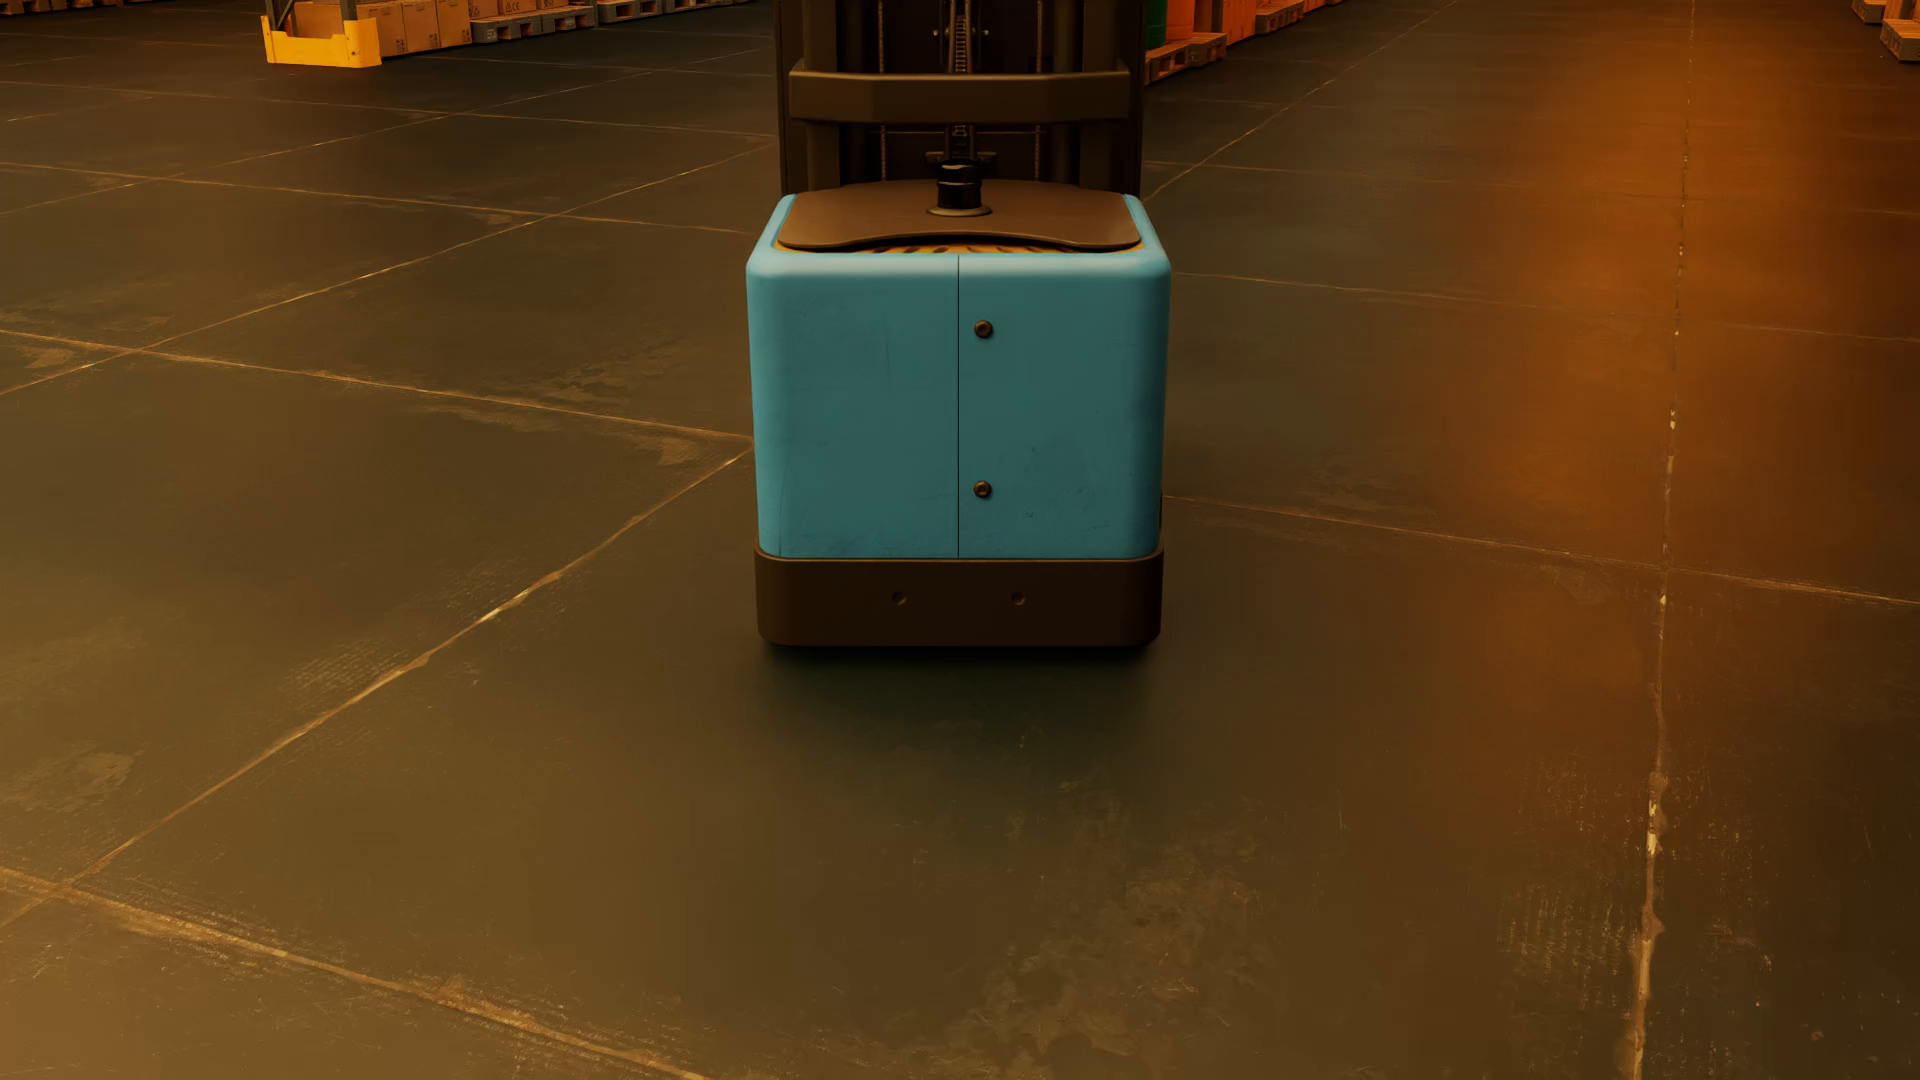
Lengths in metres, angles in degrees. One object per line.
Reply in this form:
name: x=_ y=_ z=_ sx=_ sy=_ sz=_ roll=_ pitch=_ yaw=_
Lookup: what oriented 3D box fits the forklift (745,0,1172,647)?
forklift: x=0.003 y=-1.597 z=5.112 sx=1.130 sy=2.935 sz=3.031 roll=0 pitch=23 yaw=0
